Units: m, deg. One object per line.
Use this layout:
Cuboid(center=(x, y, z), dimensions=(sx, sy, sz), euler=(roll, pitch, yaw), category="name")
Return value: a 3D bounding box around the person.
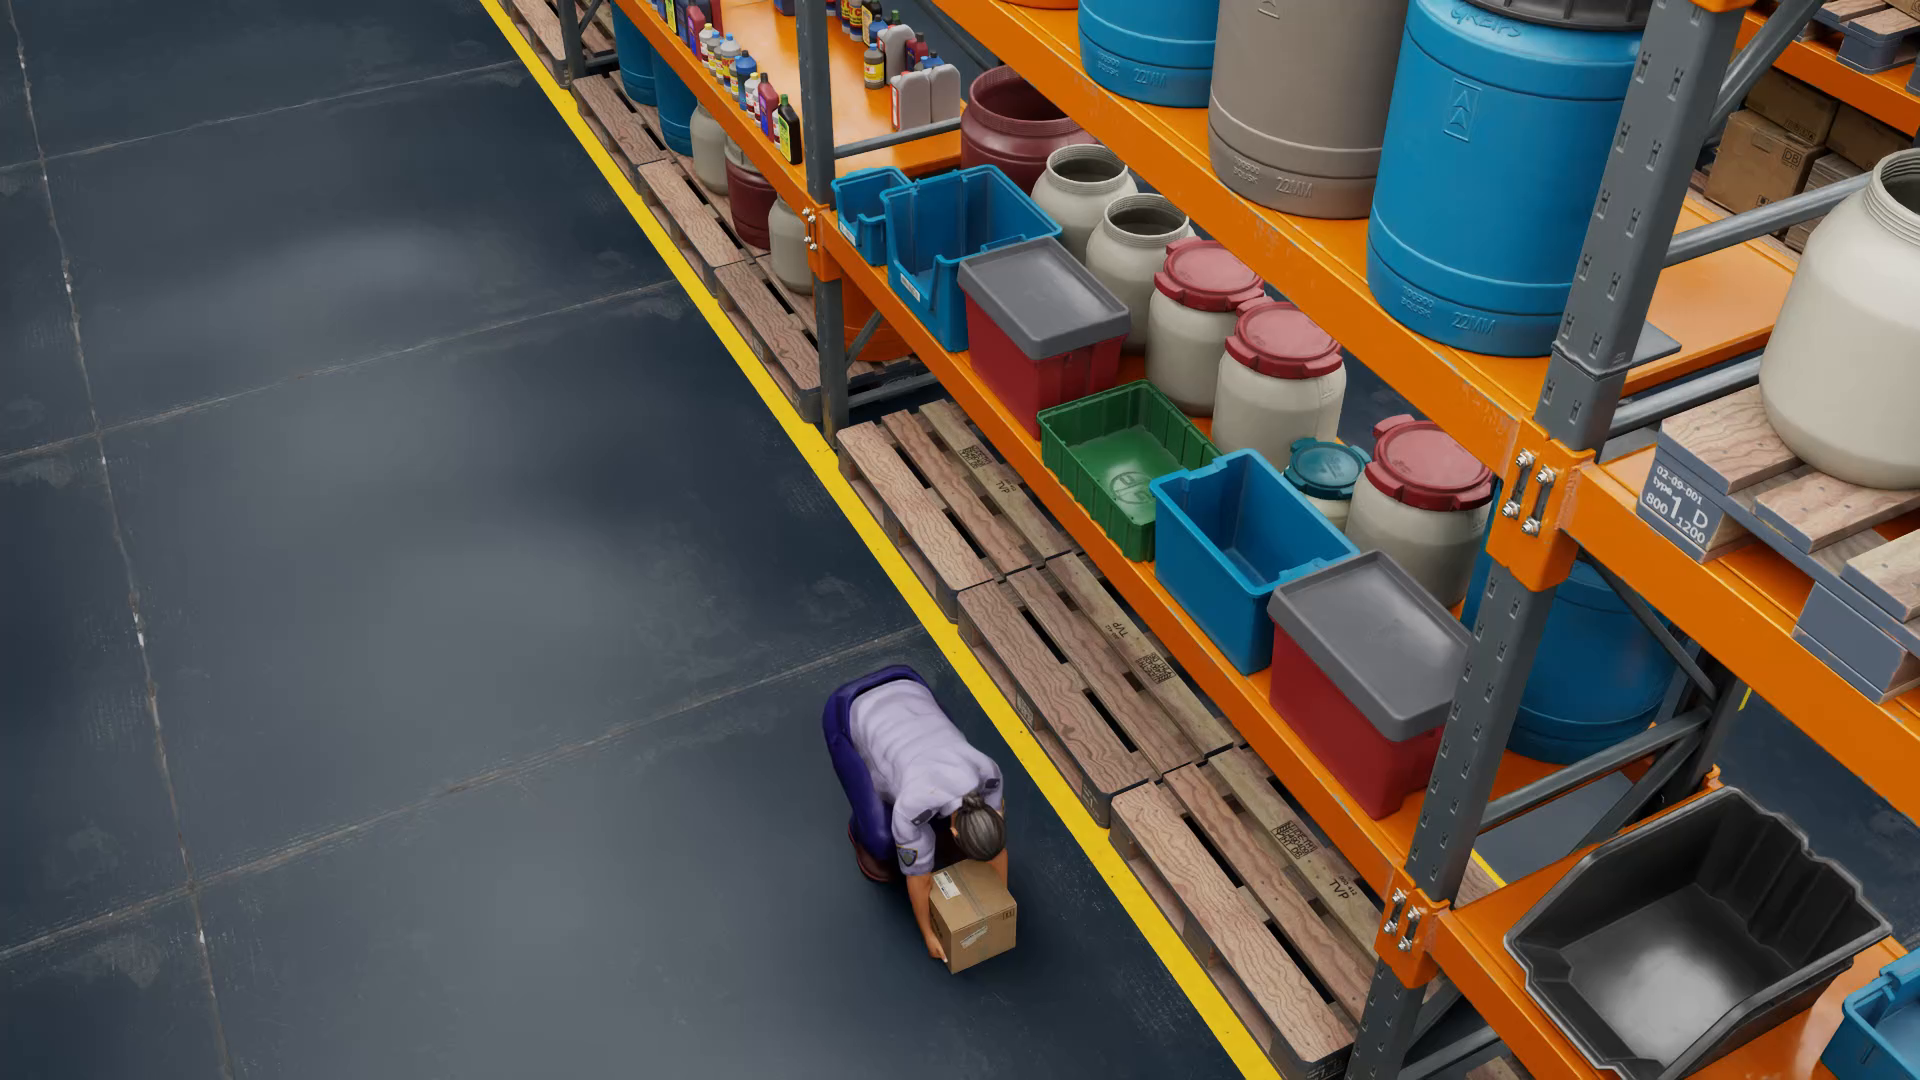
Cuboid(center=(-0.126, 0.929, 5.814), dimensions=(0.504, 0.759, 0.905), euler=(-20, 45, -21), category="person")
